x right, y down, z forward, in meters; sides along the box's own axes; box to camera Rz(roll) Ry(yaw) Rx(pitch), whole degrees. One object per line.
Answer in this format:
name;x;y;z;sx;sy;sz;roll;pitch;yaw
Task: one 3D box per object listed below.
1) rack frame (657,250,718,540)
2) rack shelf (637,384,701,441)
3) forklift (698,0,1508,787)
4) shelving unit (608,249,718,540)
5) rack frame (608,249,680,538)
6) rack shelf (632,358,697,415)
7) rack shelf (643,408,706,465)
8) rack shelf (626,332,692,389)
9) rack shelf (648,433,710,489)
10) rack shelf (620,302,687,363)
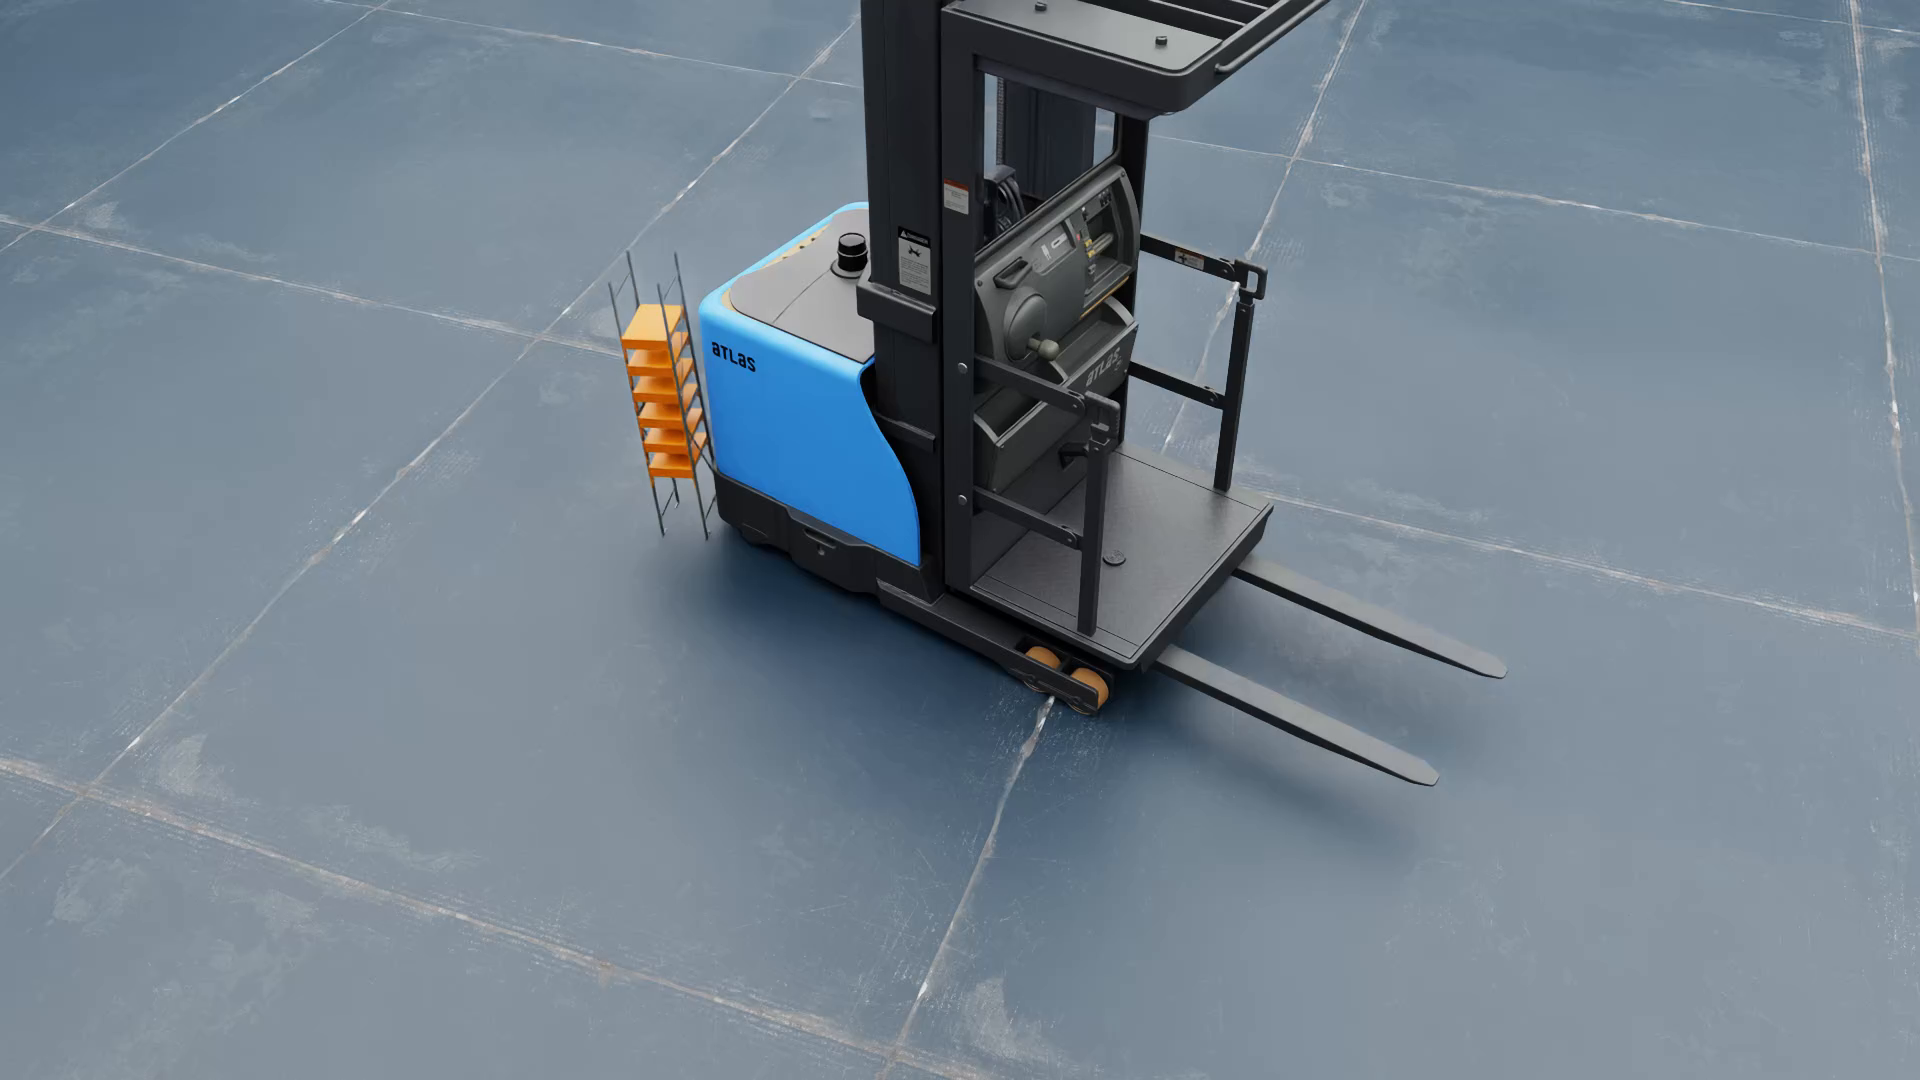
rack frame;-1.039;-0.535;6.440;0.006;1.200;0.240;3;41;8
rack shelf;-1.127;-0.506;6.481;0.180;0.103;0.258;3;41;8
forklift;0.511;-0.881;5.524;3.031;2.935;1.130;25;46;26
shelving unit;-1.129;-0.540;6.453;0.189;1.200;0.258;3;41;8
rack frame;-1.220;-0.546;6.466;0.006;1.200;0.240;3;41;8
rack shelf;-1.133;-0.598;6.404;0.180;0.103;0.258;3;41;8
rack shelf;-1.121;-0.415;6.558;0.180;0.103;0.258;3;41;8
rack shelf;-1.139;-0.690;6.327;0.180;0.103;0.258;3;41;8
rack shelf;-1.116;-0.323;6.636;0.180;0.103;0.258;3;41;8
rack shelf;-1.144;-0.782;6.250;0.180;0.103;0.258;3;41;8
